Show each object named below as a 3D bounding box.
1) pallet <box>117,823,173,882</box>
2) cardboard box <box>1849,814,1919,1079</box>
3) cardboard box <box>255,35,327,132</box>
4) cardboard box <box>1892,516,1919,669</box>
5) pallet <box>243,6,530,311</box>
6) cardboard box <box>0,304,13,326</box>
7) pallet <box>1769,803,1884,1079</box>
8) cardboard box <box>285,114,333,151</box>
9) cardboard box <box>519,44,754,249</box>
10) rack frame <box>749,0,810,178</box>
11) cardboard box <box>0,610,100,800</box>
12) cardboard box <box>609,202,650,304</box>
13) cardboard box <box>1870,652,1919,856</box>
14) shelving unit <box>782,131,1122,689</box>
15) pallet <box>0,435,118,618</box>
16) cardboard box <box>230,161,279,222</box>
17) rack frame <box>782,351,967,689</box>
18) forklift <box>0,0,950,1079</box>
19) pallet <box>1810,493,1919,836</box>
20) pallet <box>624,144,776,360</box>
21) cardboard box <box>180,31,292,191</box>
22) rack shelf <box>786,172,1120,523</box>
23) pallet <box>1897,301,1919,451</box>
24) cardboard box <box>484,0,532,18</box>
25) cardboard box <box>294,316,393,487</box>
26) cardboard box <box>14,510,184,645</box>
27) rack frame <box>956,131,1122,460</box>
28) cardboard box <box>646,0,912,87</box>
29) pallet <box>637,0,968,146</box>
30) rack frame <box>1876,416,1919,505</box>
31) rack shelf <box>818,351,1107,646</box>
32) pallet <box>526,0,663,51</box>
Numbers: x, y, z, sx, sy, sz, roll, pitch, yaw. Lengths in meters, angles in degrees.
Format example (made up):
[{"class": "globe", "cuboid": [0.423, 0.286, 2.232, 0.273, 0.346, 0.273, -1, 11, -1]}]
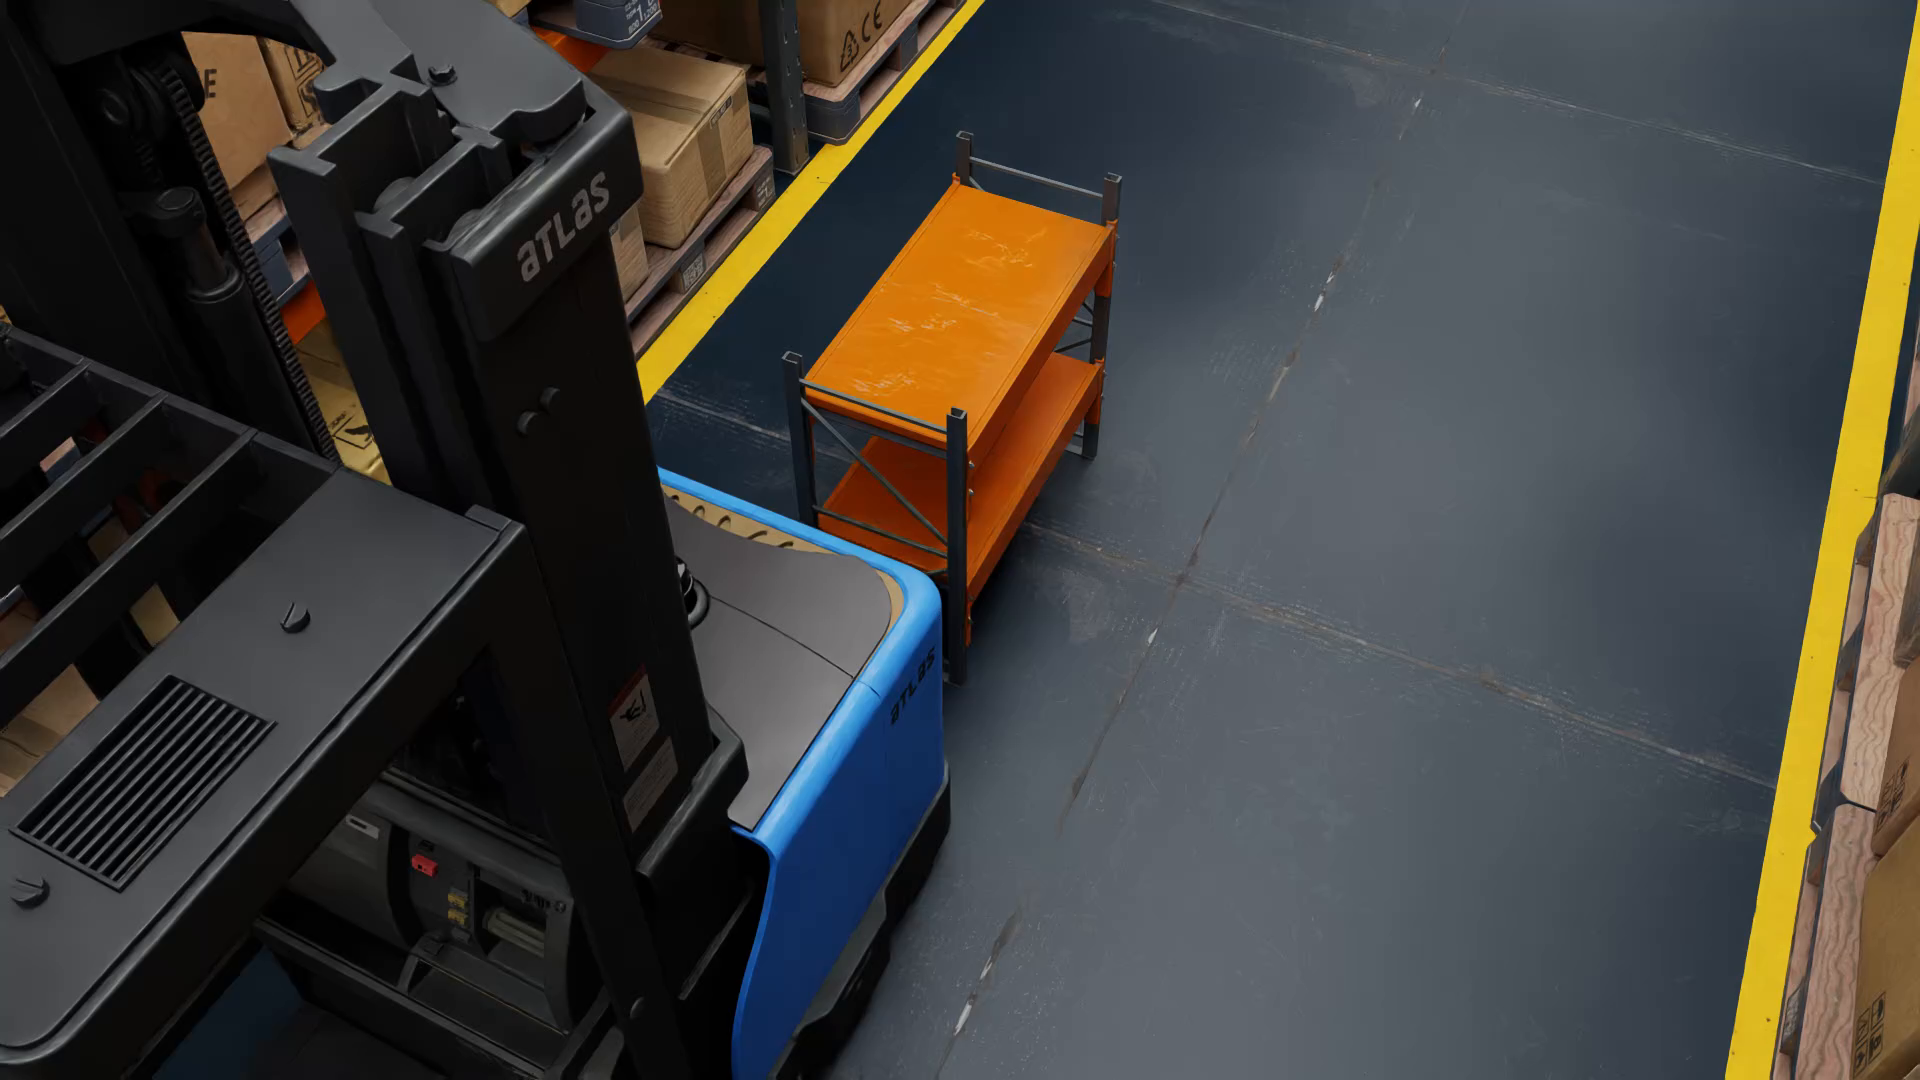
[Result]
[{"class": "pallet", "cuboid": [-2.443, 0.542, 4.650, 1.003, 0.211, 1.213, 20, 52, 16]}, {"class": "cardboard box", "cuboid": [2.586, 1.008, 3.706, 0.875, 0.625, 0.625, 18, 52, 15]}, {"class": "cardboard box", "cuboid": [-1.668, -1.358, 3.899, 0.500, 0.500, 0.500, 18, 52, 15]}, {"class": "cardboard box", "cuboid": [3.146, 0.092, 4.486, 0.875, 0.625, 0.625, 21, 53, 17]}, {"class": "pallet", "cuboid": [-1.874, -1.141, 4.377, 1.003, 0.211, 1.213, 20, 52, 16]}, {"class": "cardboard box", "cuboid": [-2.101, -0.665, 3.309, 0.500, 0.500, 0.500, 20, 52, 16]}, {"class": "pallet", "cuboid": [2.515, 1.328, 3.981, 1.003, 0.211, 1.213, 20, 52, 16]}, {"class": "cardboard box", "cuboid": [-1.670, -1.046, 4.060, 0.380, 0.149, 0.250, 22, 53, 17]}, {"class": "cardboard box", "cuboid": [-1.315, -1.478, 5.988, 0.950, 0.372, 0.625, 17, 52, 14]}, {"class": "rack frame", "cuboid": [-1.065, -2.579, 5.475, 1.000, 3.000, 0.127, 20, 52, 16]}, {"class": "cardboard box", "cuboid": [-2.552, 0.529, 4.280, 0.950, 0.372, 0.625, 20, 53, 17]}, {"class": "cardboard box", "cuboid": [-1.623, -0.967, 5.553, 0.950, 0.372, 0.625, 19, 52, 15]}, {"class": "cardboard box", "cuboid": [2.874, 0.544, 4.101, 0.875, 0.625, 0.625, 21, 53, 17]}, {"class": "shelving unit", "cuboid": [0.003, -0.369, 4.826, 0.538, 1.125, 1.048, 20, 52, 16]}, {"class": "pallet", "cuboid": [-2.316, -0.242, 3.612, 1.003, 0.211, 1.213, 20, 52, 16]}, {"class": "cardboard box", "cuboid": [-1.831, -0.880, 3.918, 0.380, 0.149, 0.250, 20, 53, 16]}, {"class": "rack frame", "cuboid": [-0.214, -0.019, 4.528, 0.500, 1.125, 0.032, 20, 52, 16]}, {"class": "forklift", "cuboid": [-1.143, 0.670, 2.756, 1.130, 2.935, 3.031, 21, 53, 17]}, {"class": "pallet", "cuboid": [3.037, 0.491, 4.694, 1.003, 0.211, 1.213, 20, 52, 16]}, {"class": "pallet", "cuboid": [-1.400, -1.138, 6.080, 1.003, 0.211, 1.213, 20, 52, 16]}, {"class": "cardboard box", "cuboid": [-1.877, -1.000, 3.595, 0.500, 0.500, 0.500, 20, 52, 16]}, {"class": "rack shelf", "cuboid": [0.003, -0.559, 4.603, 0.538, 0.278, 1.000, 20, 52, 16]}, {"class": "pallet", "cuboid": [3.778, -0.565, 5.592, 1.003, 0.211, 1.213, 20, 52, 16]}, {"class": "cardboard box", "cuboid": [-1.328, -1.571, 4.506, 0.380, 0.149, 0.250, 21, 53, 17]}, {"class": "cardboard box", "cuboid": [-1.953, -0.447, 5.110, 0.950, 0.372, 0.625, 21, 53, 17]}, {"class": "cardboard box", "cuboid": [-2.248, 0.032, 4.703, 0.950, 0.372, 0.625, 23, 53, 18]}, {"class": "rack frame", "cuboid": [0.220, -0.719, 5.123, 0.500, 1.125, 0.032, 20, 52, 16]}, {"class": "cardboard box", "cuboid": [-0.695, -2.476, 6.506, 0.875, 0.875, 0.875, 19, 52, 16]}, {"class": "pallet", "cuboid": [-0.660, -2.194, 6.978, 1.003, 0.211, 1.213, 20, 52, 16]}, {"class": "rack frame", "cuboid": [3.424, -0.967, 4.103, 1.000, 3.000, 0.127, 20, 52, 16]}, {"class": "rack shelf", "cuboid": [0.003, -0.211, 5.012, 0.538, 0.278, 1.000, 20, 52, 16]}, {"class": "pallet", "cuboid": [-1.273, -1.992, 5.101, 1.213, 0.211, 1.003, 20, 52, 16]}]
